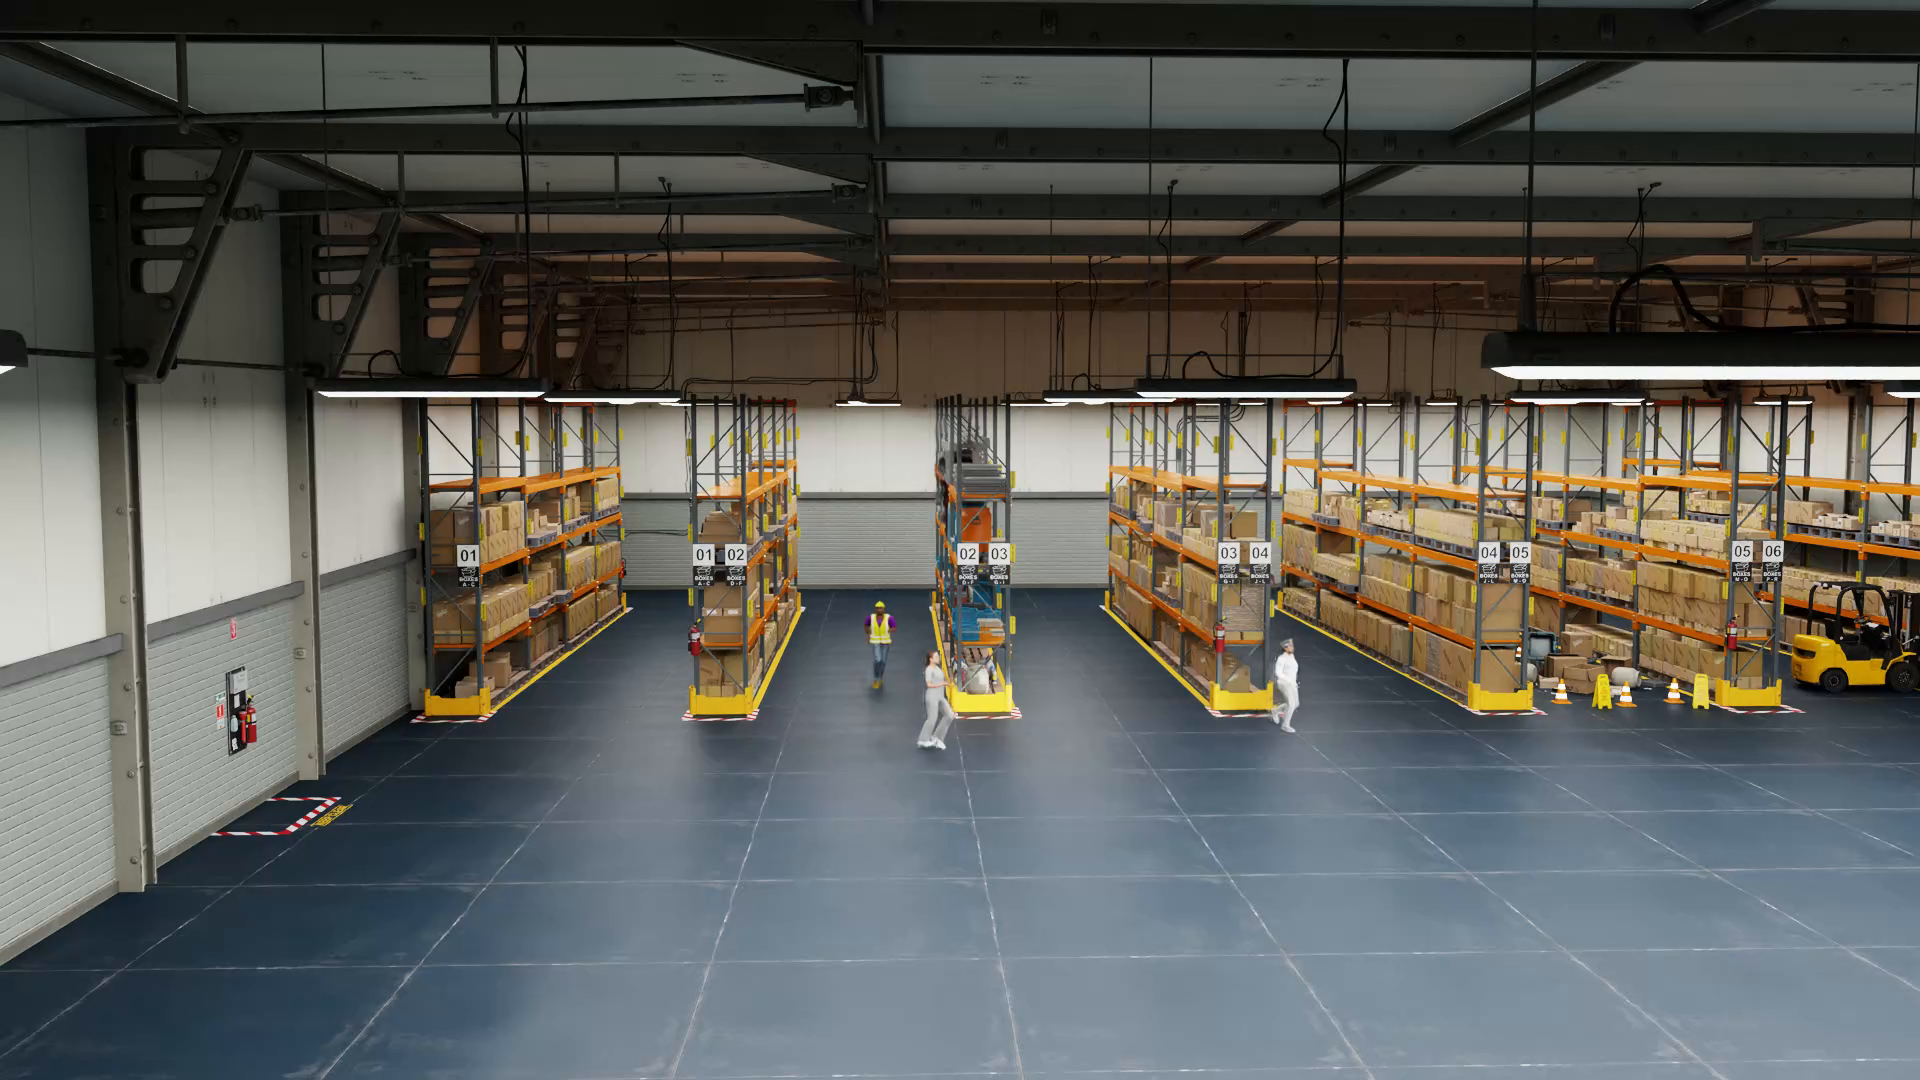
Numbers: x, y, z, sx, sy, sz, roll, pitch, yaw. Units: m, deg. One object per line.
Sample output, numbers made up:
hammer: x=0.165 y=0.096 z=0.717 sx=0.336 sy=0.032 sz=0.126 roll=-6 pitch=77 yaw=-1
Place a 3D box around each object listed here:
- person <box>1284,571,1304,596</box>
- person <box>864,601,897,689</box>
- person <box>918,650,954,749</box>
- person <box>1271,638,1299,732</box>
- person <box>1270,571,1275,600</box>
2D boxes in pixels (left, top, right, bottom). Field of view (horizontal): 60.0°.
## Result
person: x=9.828 y=0.975 z=48.942 sx=1.009 sy=1.753 sz=0.735 roll=-1 pitch=5 yaw=-18
person: x=-1.620 y=2.169 z=34.216 sx=0.660 sy=1.829 sz=0.755 roll=-1 pitch=5 yaw=-9
person: x=-0.400 y=2.693 z=27.981 sx=0.662 sy=1.695 sz=0.545 roll=3 pitch=5 yaw=29
person: x=5.815 y=2.573 z=29.659 sx=0.564 sy=1.666 sz=0.666 roll=3 pitch=6 yaw=36
person: x=8.135 y=1.400 z=44.491 sx=0.587 sy=1.684 sz=0.933 roll=0 pitch=4 yaw=1
